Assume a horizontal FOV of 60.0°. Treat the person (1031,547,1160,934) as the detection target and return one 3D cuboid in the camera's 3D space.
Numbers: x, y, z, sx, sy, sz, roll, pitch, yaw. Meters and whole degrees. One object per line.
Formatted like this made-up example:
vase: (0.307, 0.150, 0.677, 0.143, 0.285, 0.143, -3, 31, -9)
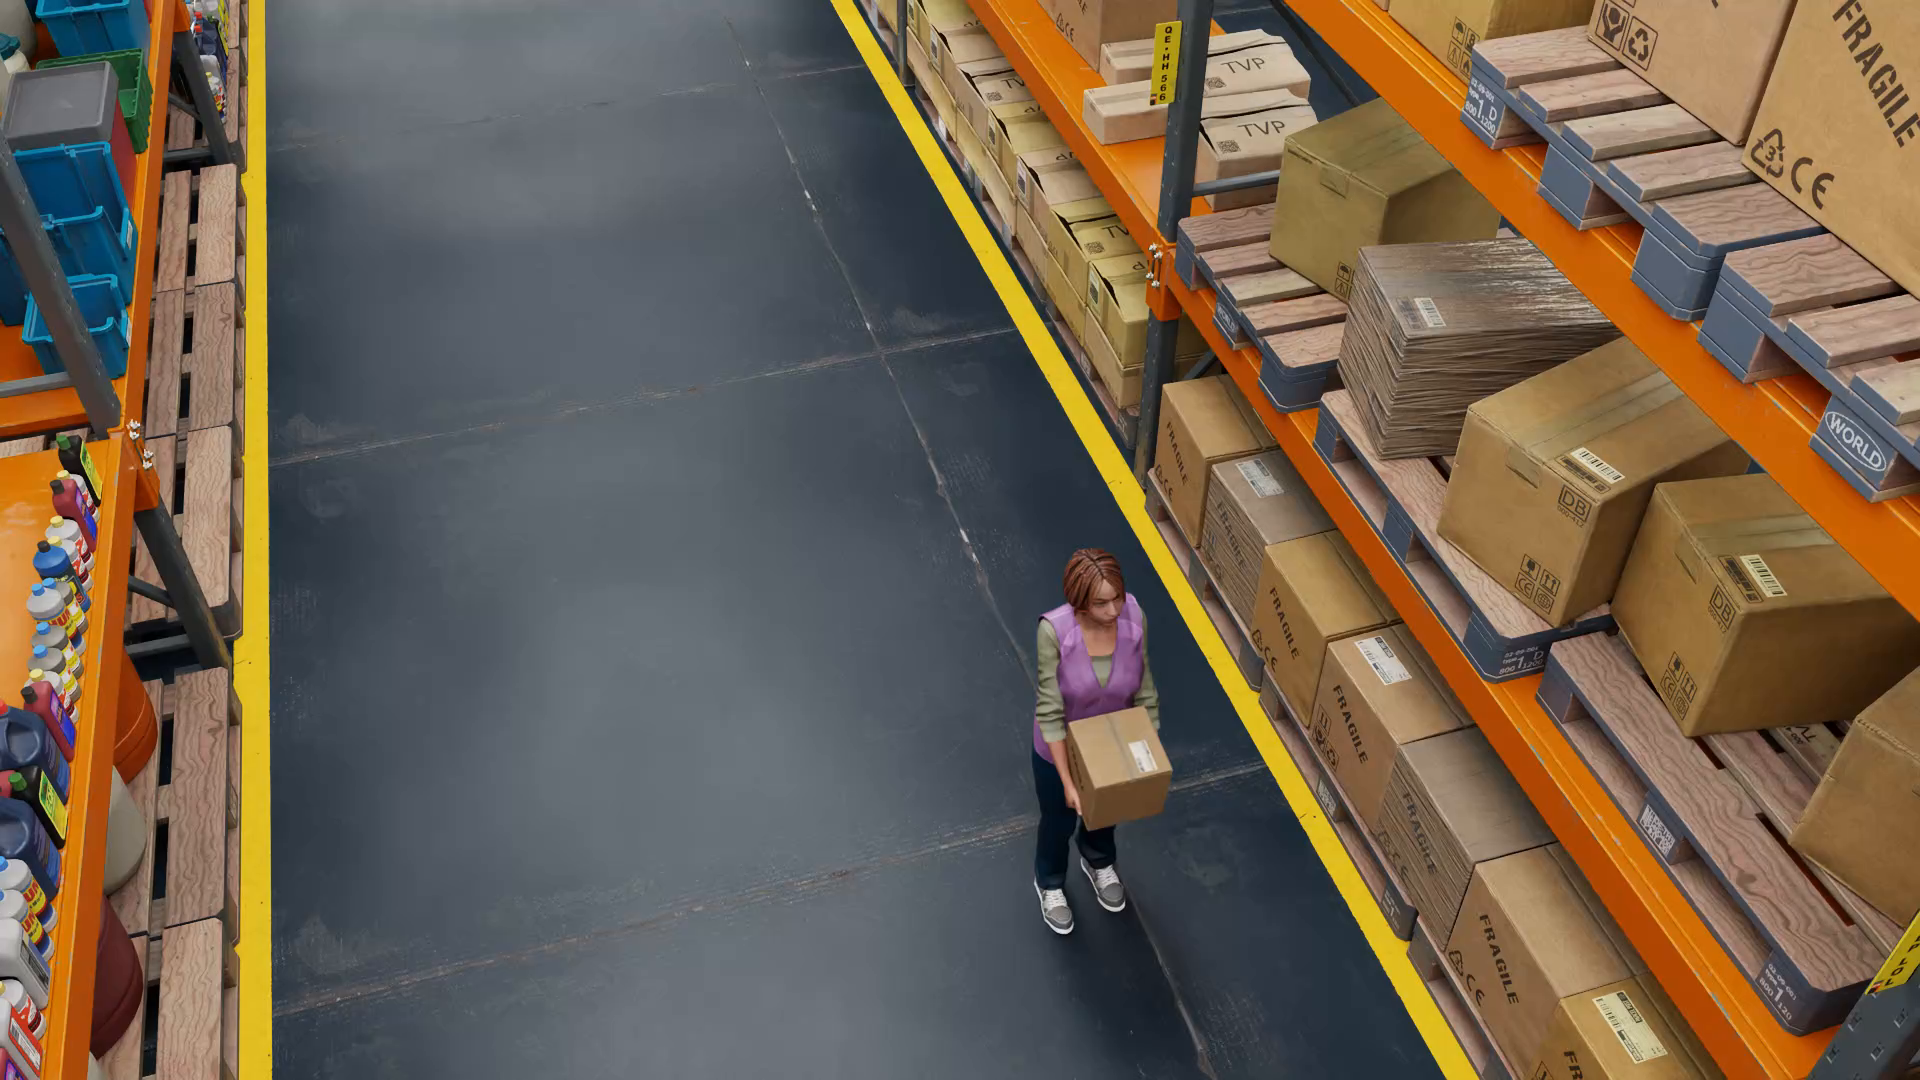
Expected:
person: (0.434, 0.719, 5.403, 0.405, 1.587, 0.489, -11, 44, -12)
